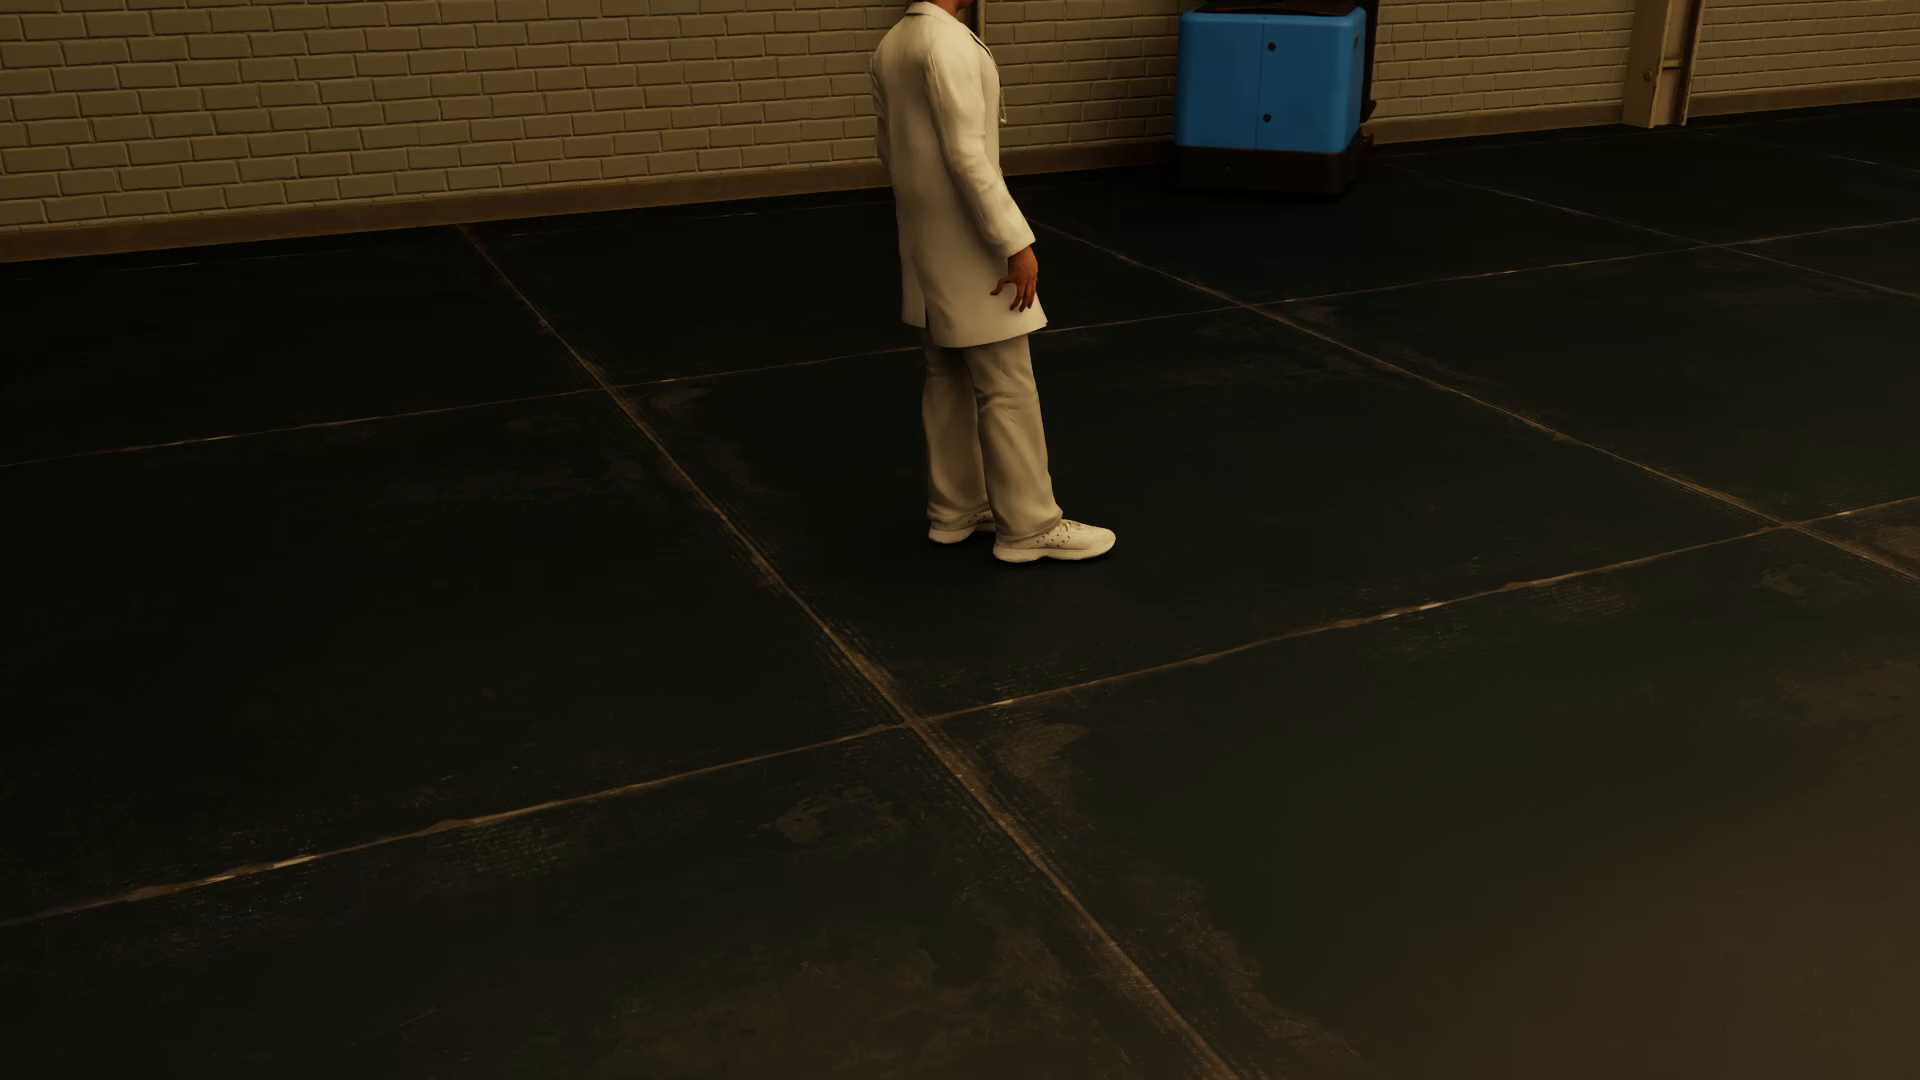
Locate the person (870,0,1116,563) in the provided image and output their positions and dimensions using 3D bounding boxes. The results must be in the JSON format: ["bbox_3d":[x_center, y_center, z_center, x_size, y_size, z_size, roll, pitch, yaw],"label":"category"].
[{"bbox_3d":[0.084,-0.840,4.794,0.581,1.775,0.696,-10,25,-23],"label":"person"}]

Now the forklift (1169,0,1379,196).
[{"bbox_3d":[2.208,-3.935,10.758,1.130,2.935,3.031,7,24,16],"label":"forklift"}]
